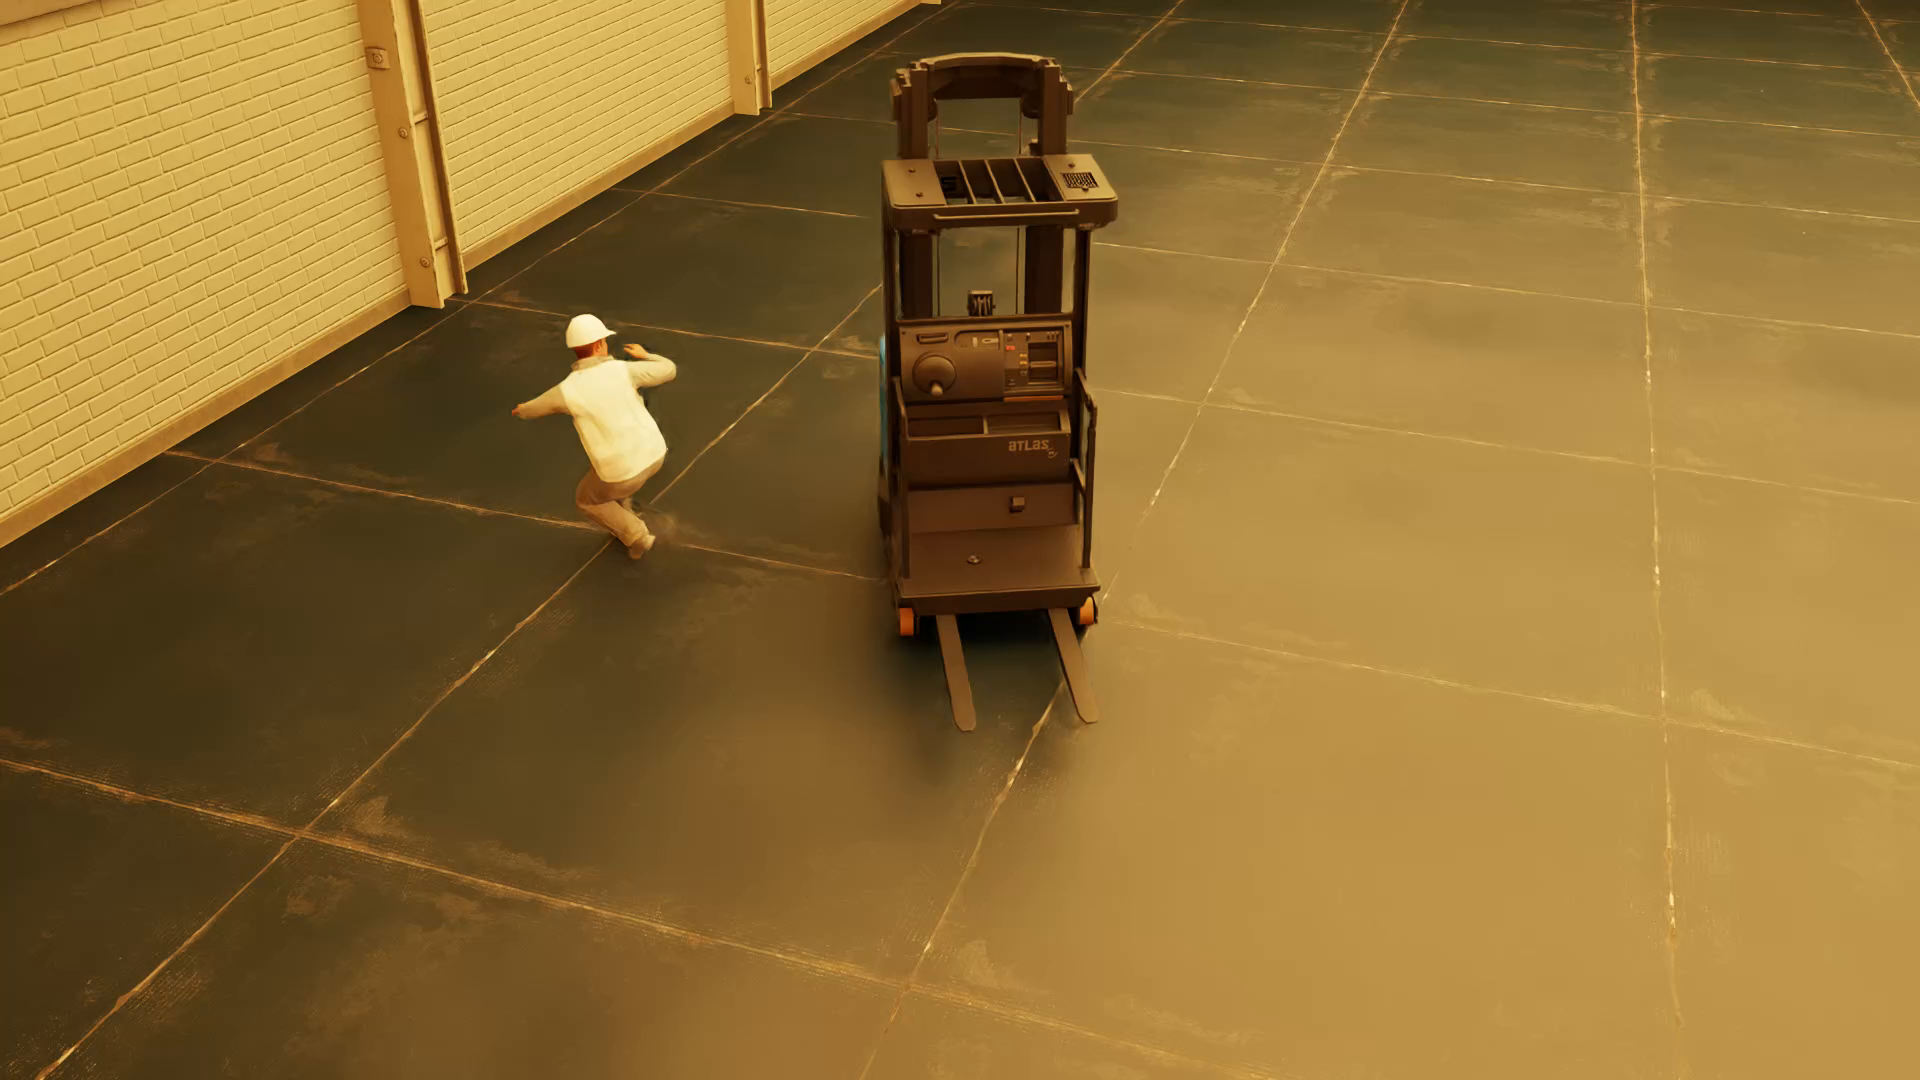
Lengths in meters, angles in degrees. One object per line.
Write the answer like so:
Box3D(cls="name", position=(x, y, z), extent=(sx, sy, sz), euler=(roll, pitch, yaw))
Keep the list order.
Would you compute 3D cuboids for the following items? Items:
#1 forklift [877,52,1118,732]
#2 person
Box3D(cls="forklift", position=(0.168, -0.921, 8.752), extent=(1.130, 2.935, 3.031), euler=(-3, 30, -6))
Box3D(cls="person", position=(-2.106, -0.638, 9.714), extent=(0.998, 1.490, 0.755), euler=(24, 37, 35))
